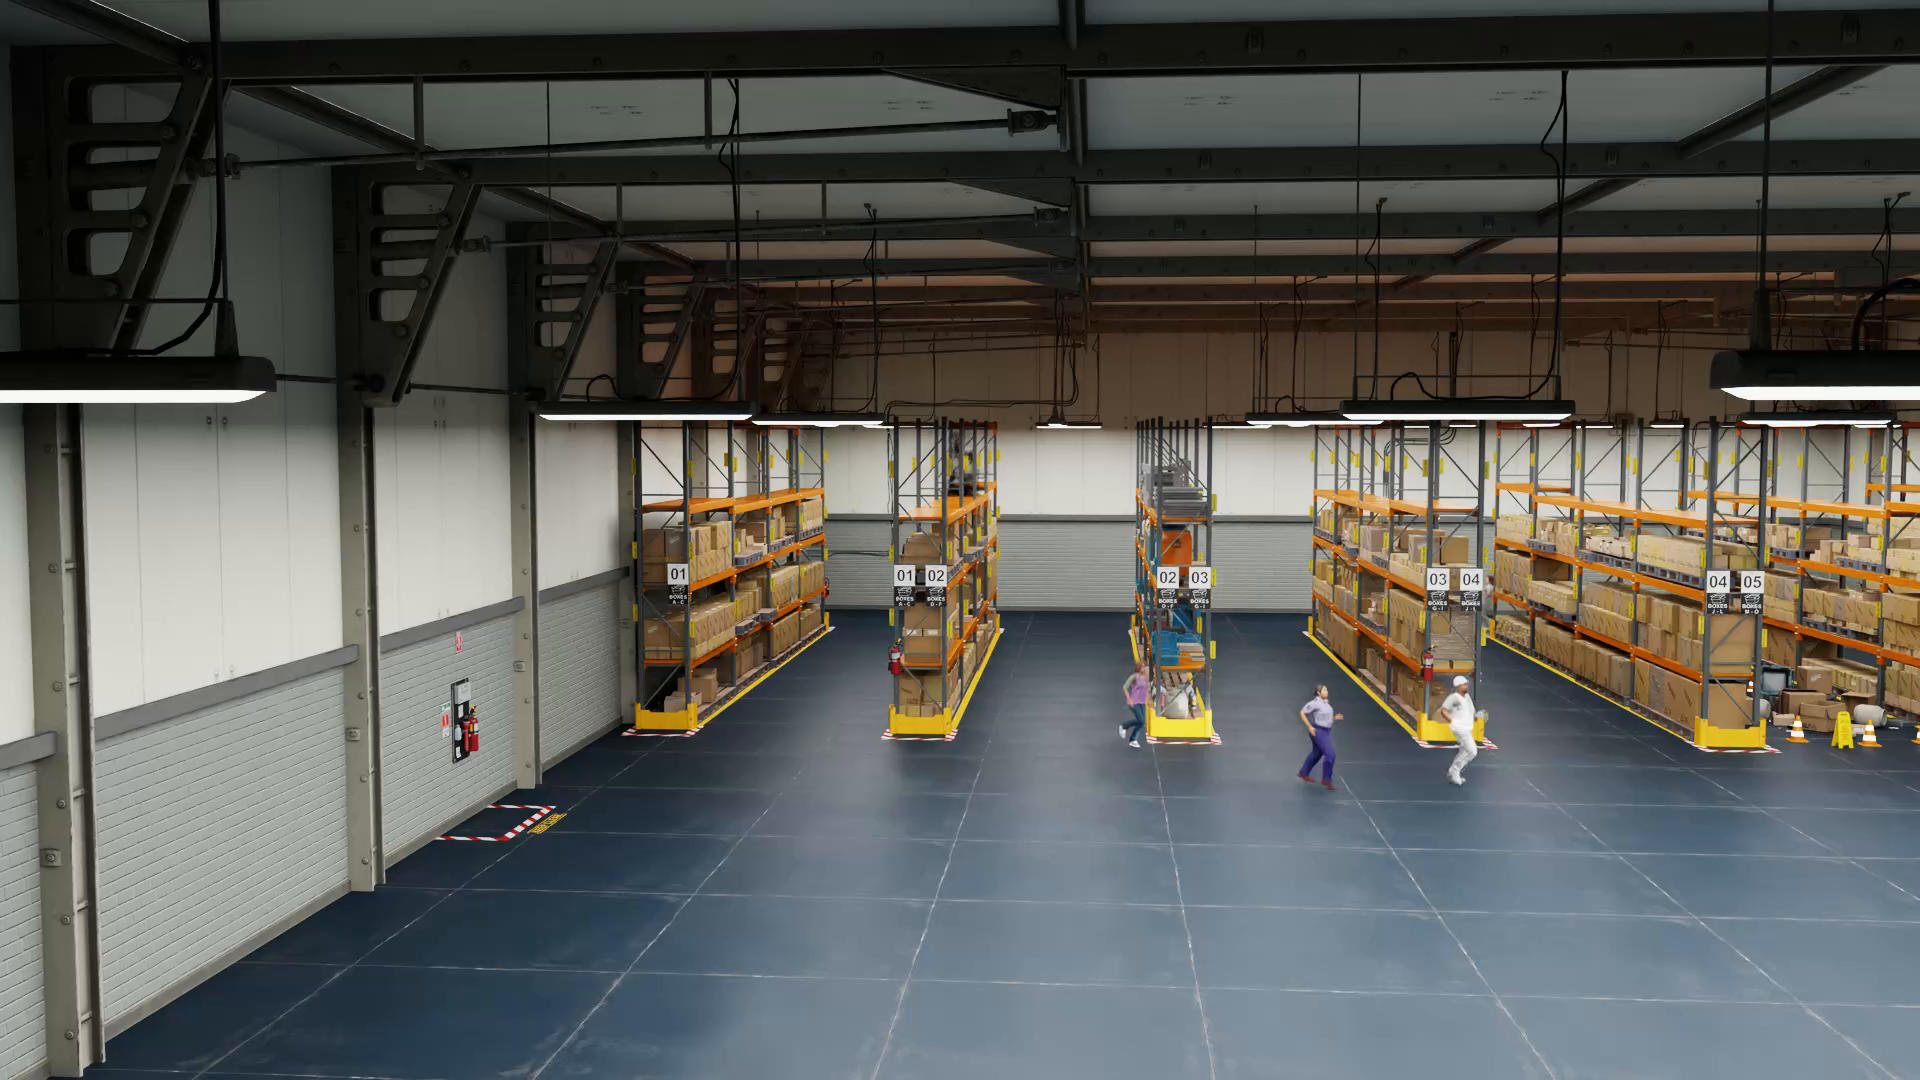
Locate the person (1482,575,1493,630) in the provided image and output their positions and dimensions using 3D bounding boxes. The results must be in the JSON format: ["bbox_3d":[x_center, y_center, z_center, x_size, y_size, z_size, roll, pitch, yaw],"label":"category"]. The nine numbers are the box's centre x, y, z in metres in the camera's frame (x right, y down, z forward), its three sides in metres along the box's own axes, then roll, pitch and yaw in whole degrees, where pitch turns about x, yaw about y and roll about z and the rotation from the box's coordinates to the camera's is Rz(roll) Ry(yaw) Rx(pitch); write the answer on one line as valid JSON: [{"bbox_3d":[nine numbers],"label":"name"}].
[{"bbox_3d":[15.003,1.816,47.645,0.575,1.652,0.707,1,4,17],"label":"person"}]

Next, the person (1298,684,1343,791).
[{"bbox_3d":[5.773,3.163,26.694,0.759,1.714,0.582,2,4,28],"label":"person"}]

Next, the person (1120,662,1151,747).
[{"bbox_3d":[3.244,2.979,30.347,0.573,1.523,0.510,-3,5,-40],"label":"person"}]

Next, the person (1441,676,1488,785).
[{"bbox_3d":[8.173,3.082,26.887,0.626,1.759,0.664,3,5,35],"label":"person"}]
